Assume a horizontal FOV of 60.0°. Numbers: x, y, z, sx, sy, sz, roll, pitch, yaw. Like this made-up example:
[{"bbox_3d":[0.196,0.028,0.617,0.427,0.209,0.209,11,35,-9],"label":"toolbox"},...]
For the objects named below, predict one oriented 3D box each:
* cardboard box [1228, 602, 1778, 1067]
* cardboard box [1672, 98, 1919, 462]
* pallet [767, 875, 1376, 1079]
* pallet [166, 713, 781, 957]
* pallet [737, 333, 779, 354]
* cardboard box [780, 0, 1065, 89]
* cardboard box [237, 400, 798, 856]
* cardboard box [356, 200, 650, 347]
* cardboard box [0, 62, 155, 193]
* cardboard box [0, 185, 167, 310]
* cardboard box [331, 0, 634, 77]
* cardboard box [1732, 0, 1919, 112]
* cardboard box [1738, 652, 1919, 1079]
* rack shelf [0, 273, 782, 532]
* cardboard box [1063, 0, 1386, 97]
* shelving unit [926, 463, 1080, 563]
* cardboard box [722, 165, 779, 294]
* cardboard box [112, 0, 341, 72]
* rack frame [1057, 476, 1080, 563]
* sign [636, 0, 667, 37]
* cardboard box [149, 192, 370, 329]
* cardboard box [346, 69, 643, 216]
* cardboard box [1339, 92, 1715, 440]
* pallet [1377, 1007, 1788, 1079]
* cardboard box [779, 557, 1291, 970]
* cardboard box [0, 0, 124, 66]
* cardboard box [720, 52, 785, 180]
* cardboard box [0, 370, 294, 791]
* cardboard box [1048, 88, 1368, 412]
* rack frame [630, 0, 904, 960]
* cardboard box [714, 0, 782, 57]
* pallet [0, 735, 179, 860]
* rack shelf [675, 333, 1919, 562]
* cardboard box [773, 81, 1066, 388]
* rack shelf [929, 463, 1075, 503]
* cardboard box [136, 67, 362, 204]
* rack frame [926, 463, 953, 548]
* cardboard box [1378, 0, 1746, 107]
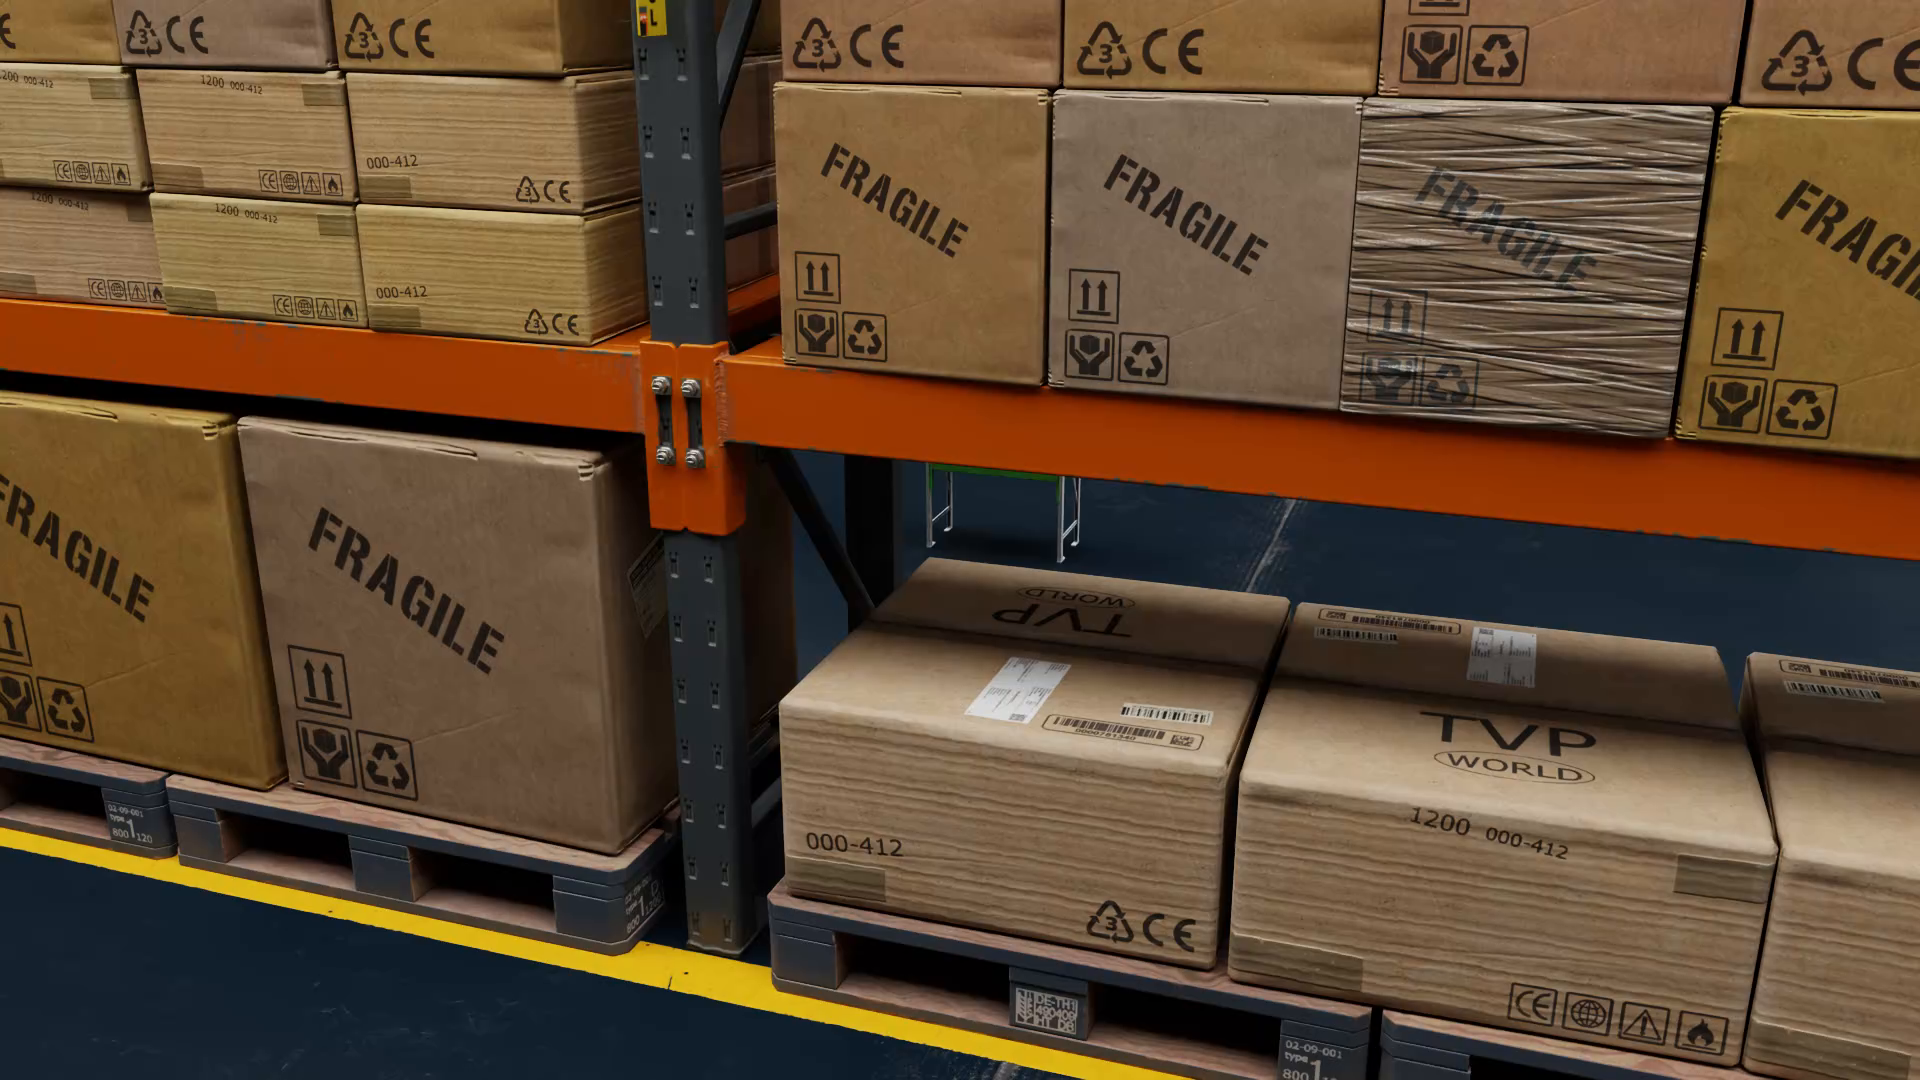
[{"bbox_3d":[1.042,0.521,3.280,0.875,0.438,0.875,6,20,16],"label":"cardboard box"},{"bbox_3d":[1.424,-0.437,2.620,0.500,0.500,0.500,7,20,20],"label":"cardboard box"},{"bbox_3d":[0.331,0.735,3.648,1.213,0.211,1.003,7,20,18],"label":"pallet"},{"bbox_3d":[-1.116,0.568,4.125,1.213,0.211,1.003,7,20,18],"label":"pallet"},{"bbox_3d":[-0.725,-1.137,9.016,1.213,0.211,1.003,7,20,18],"label":"pallet"},{"bbox_3d":[0.008,-1.081,2.950,0.500,0.500,0.500,7,20,18],"label":"cardboard box"},{"bbox_3d":[-0.974,0.074,3.896,0.875,0.875,0.875,7,20,20],"label":"cardboard box"},{"bbox_3d":[-0.868,-0.588,3.433,0.500,0.250,0.500,6,20,17],"label":"cardboard box"},{"bbox_3d":[-1.824,-0.932,3.660,0.500,0.250,0.500,7,20,19],"label":"cardboard box"},{"bbox_3d":[-1.820,-0.704,3.765,0.500,0.250,0.500,6,20,17],"label":"cardboard box"},{"bbox_3d":[-0.866,-1.178,3.228,0.500,0.500,0.500,7,20,20],"label":"cardboard box"},{"bbox_3d":[1.439,-0.910,2.460,0.500,0.500,0.500,6,20,18],"label":"cardboard box"},{"bbox_3d":[1.893,0.619,2.999,0.875,0.438,0.875,7,20,20],"label":"cardboard box"},{"bbox_3d":[-2.251,-0.565,4.232,4.000,0.370,1.077,7,20,18],"label":"rack shelf"},{"bbox_3d":[0.483,-1.025,2.787,0.500,0.500,0.500,6,20,17],"label":"cardboard box"},{"bbox_3d":[0.156,-0.549,5.827,0.503,1.200,0.258,7,20,18],"label":"shelving unit"},{"bbox_3d":[-0.691,-0.747,3.891,0.500,0.250,0.500,6,20,17],"label":"cardboard box"},{"bbox_3d":[-1.358,-1.232,3.381,0.500,0.500,0.500,7,20,19],"label":"cardboard box"},{"bbox_3d":[0.387,-0.522,5.752,0.015,1.200,0.240,7,20,18],"label":"rack frame"},{"bbox_3d":[-0.531,-1.028,2.830,0.005,0.325,0.100,7,20,18],"label":"sign"},{"bbox_3d":[-1.349,-0.643,3.592,0.500,0.250,0.500,6,20,17],"label":"cardboard box"},{"bbox_3d":[-0.858,-0.826,3.356,0.500,0.250,0.500,7,20,18],"label":"cardboard box"},{"bbox_3d":[0.937,-0.492,2.779,0.500,0.500,0.500,7,20,18],"label":"cardboard box"},{"bbox_3d":[1.487,0.866,3.271,1.213,0.211,1.003,7,20,18],"label":"pallet"},{"bbox_3d":[0.196,0.424,3.556,0.875,0.438,0.875,6,20,17],"label":"cardboard box"},{"bbox_3d":[-1.830,-1.292,3.556,0.500,0.500,0.500,7,20,20],"label":"cardboard box"},{"bbox_3d":[-0.685,-0.989,3.824,0.500,0.250,0.500,6,20,16],"label":"cardboard box"},{"bbox_3d":[-1.830,-0.021,4.169,0.875,0.875,0.875,7,20,20],"label":"cardboard box"},{"bbox_3d":[0.469,-0.548,2.939,0.500,0.500,0.500,7,20,18],"label":"cardboard box"},{"bbox_3d":[-0.362,-0.688,3.494,0.127,3.000,1.000,7,20,18],"label":"rack frame"},{"bbox_3d":[-0.683,-1.345,3.706,0.500,0.500,0.500,7,20,19],"label":"cardboard box"},{"bbox_3d":[-2.272,0.437,4.501,1.213,0.211,1.003,7,20,18],"label":"pallet"},{"bbox_3d":[1.527,-0.133,2.993,4.000,0.370,1.077,7,20,18],"label":"rack shelf"},{"bbox_3d":[-0.005,-0.604,3.099,0.500,0.500,0.500,7,20,20],"label":"cardboard box"},{"bbox_3d":[0.156,-0.262,5.927,0.480,0.148,0.258,7,20,18],"label":"rack shelf"},{"bbox_3d":[-1.333,-0.877,3.505,0.500,0.250,0.500,7,20,19],"label":"cardboard box"},{"bbox_3d":[-0.074,-0.575,5.903,0.015,1.200,0.240,7,20,18],"label":"rack frame"},{"bbox_3d":[0.964,-0.966,2.619,0.500,0.500,0.500,7,20,19],"label":"cardboard box"}]
